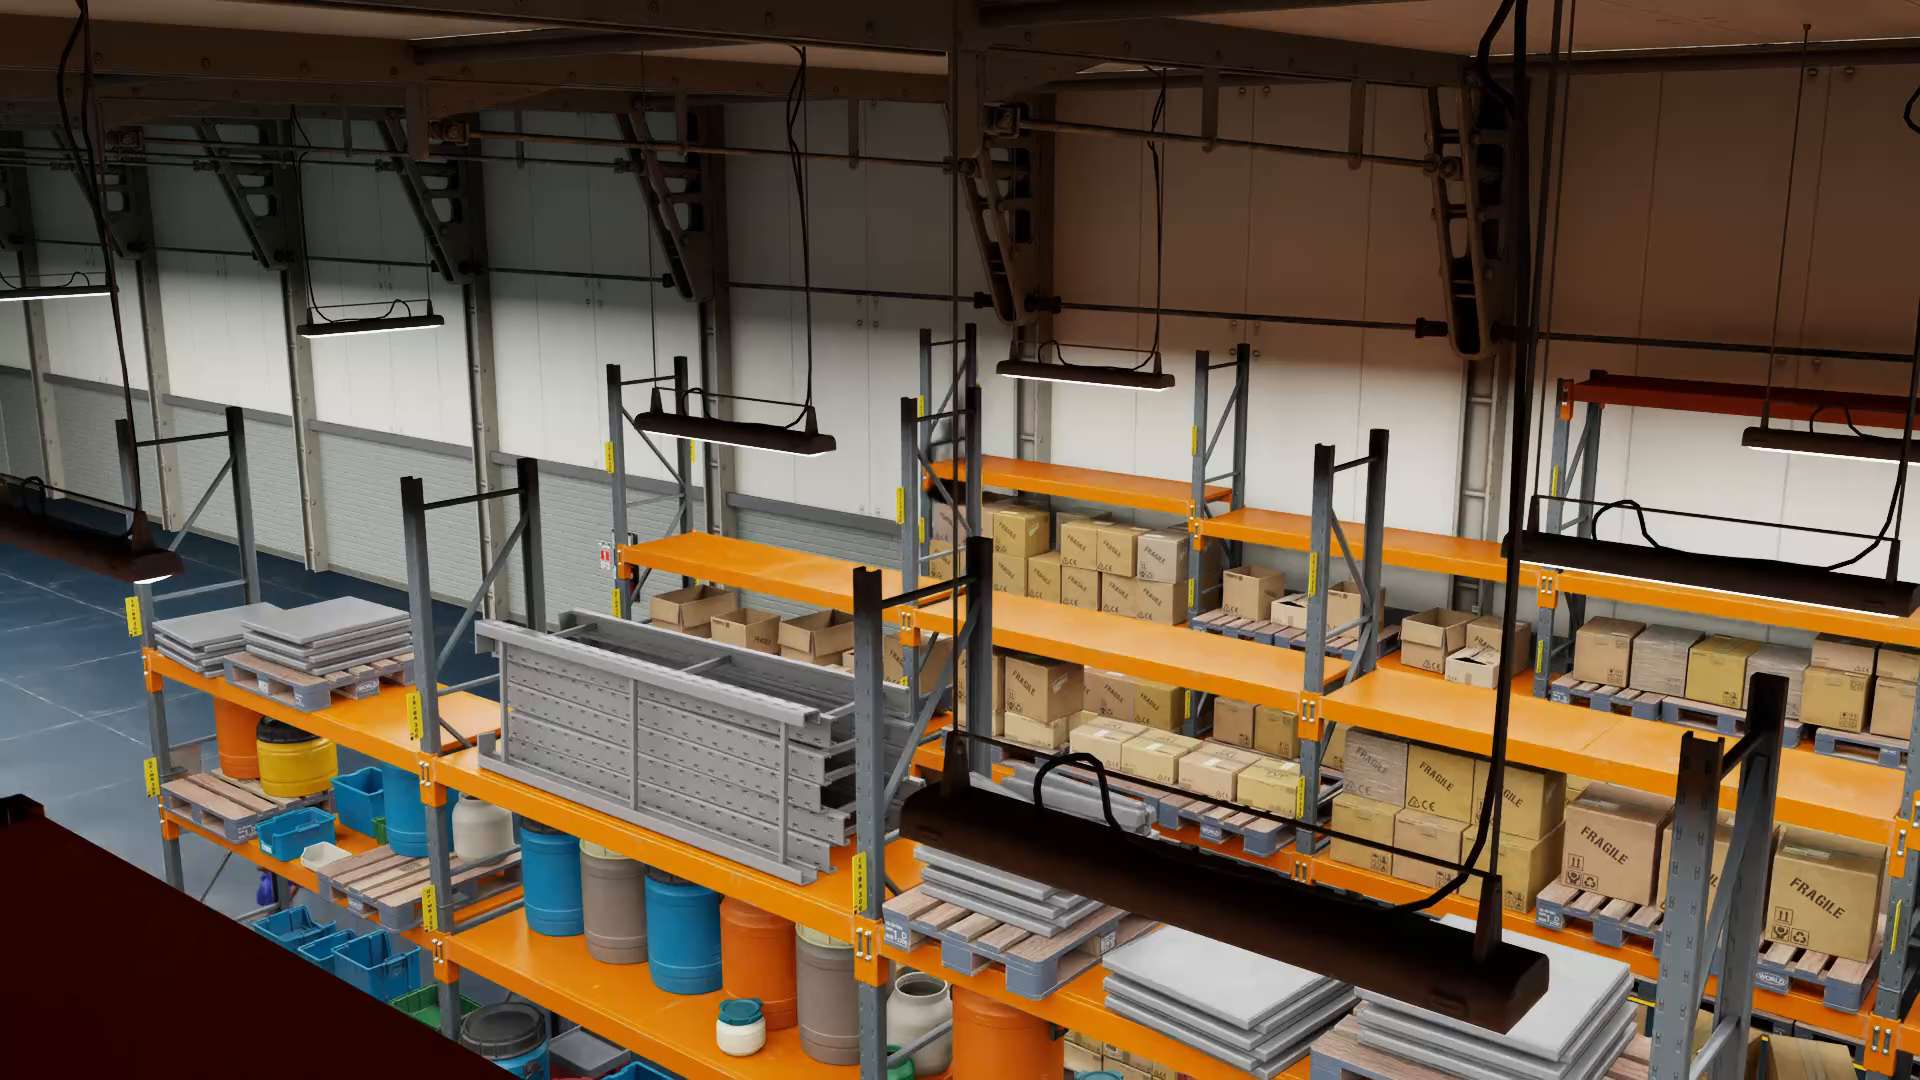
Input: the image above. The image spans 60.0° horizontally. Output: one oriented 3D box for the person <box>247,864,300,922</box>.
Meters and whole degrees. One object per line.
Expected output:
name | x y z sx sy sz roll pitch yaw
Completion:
person | -6.637 3.728 16.121 0.525 1.591 0.567 -3 13 -12
